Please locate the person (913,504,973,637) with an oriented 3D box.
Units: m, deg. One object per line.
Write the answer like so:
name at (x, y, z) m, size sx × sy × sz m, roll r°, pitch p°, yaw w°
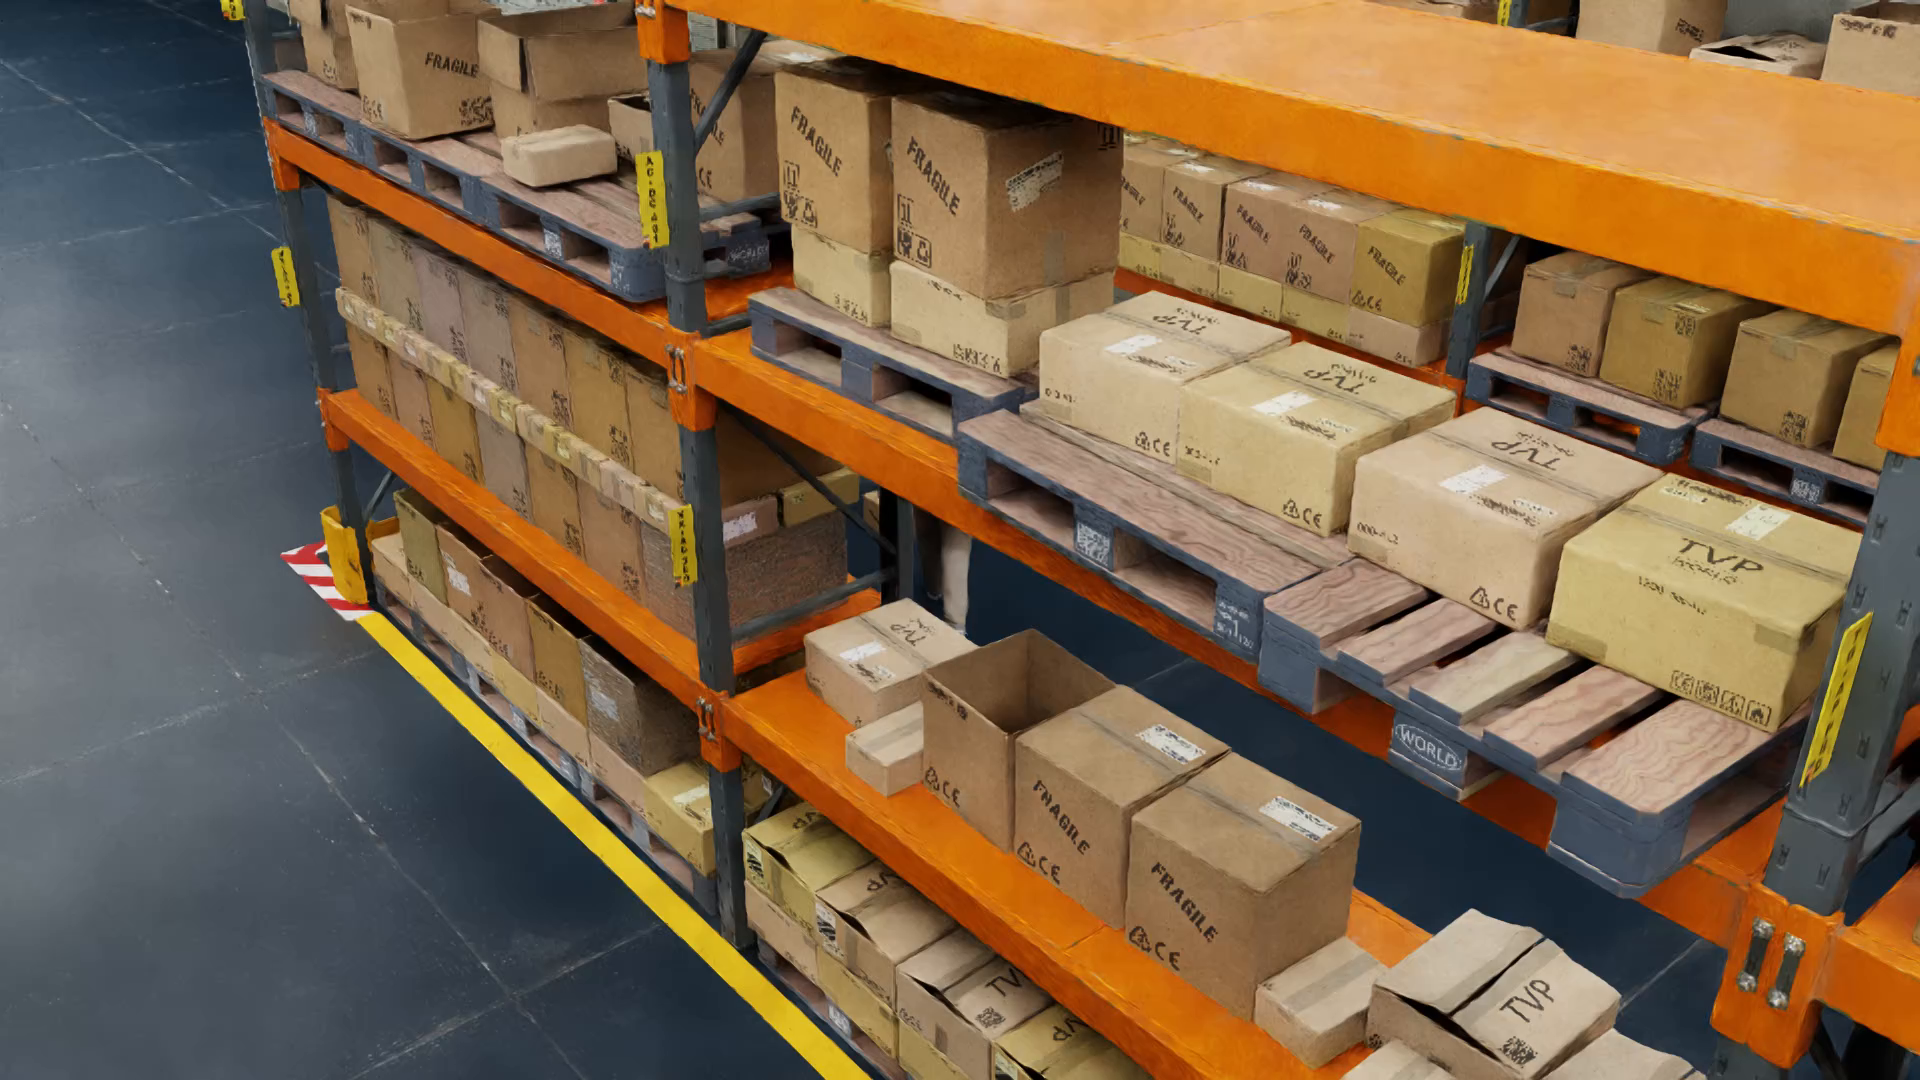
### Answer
person at (-0.096, -0.297, 9.234) m, size 0.519 × 1.673 × 1.022 m, roll -5°, pitch 28°, yaw -8°
